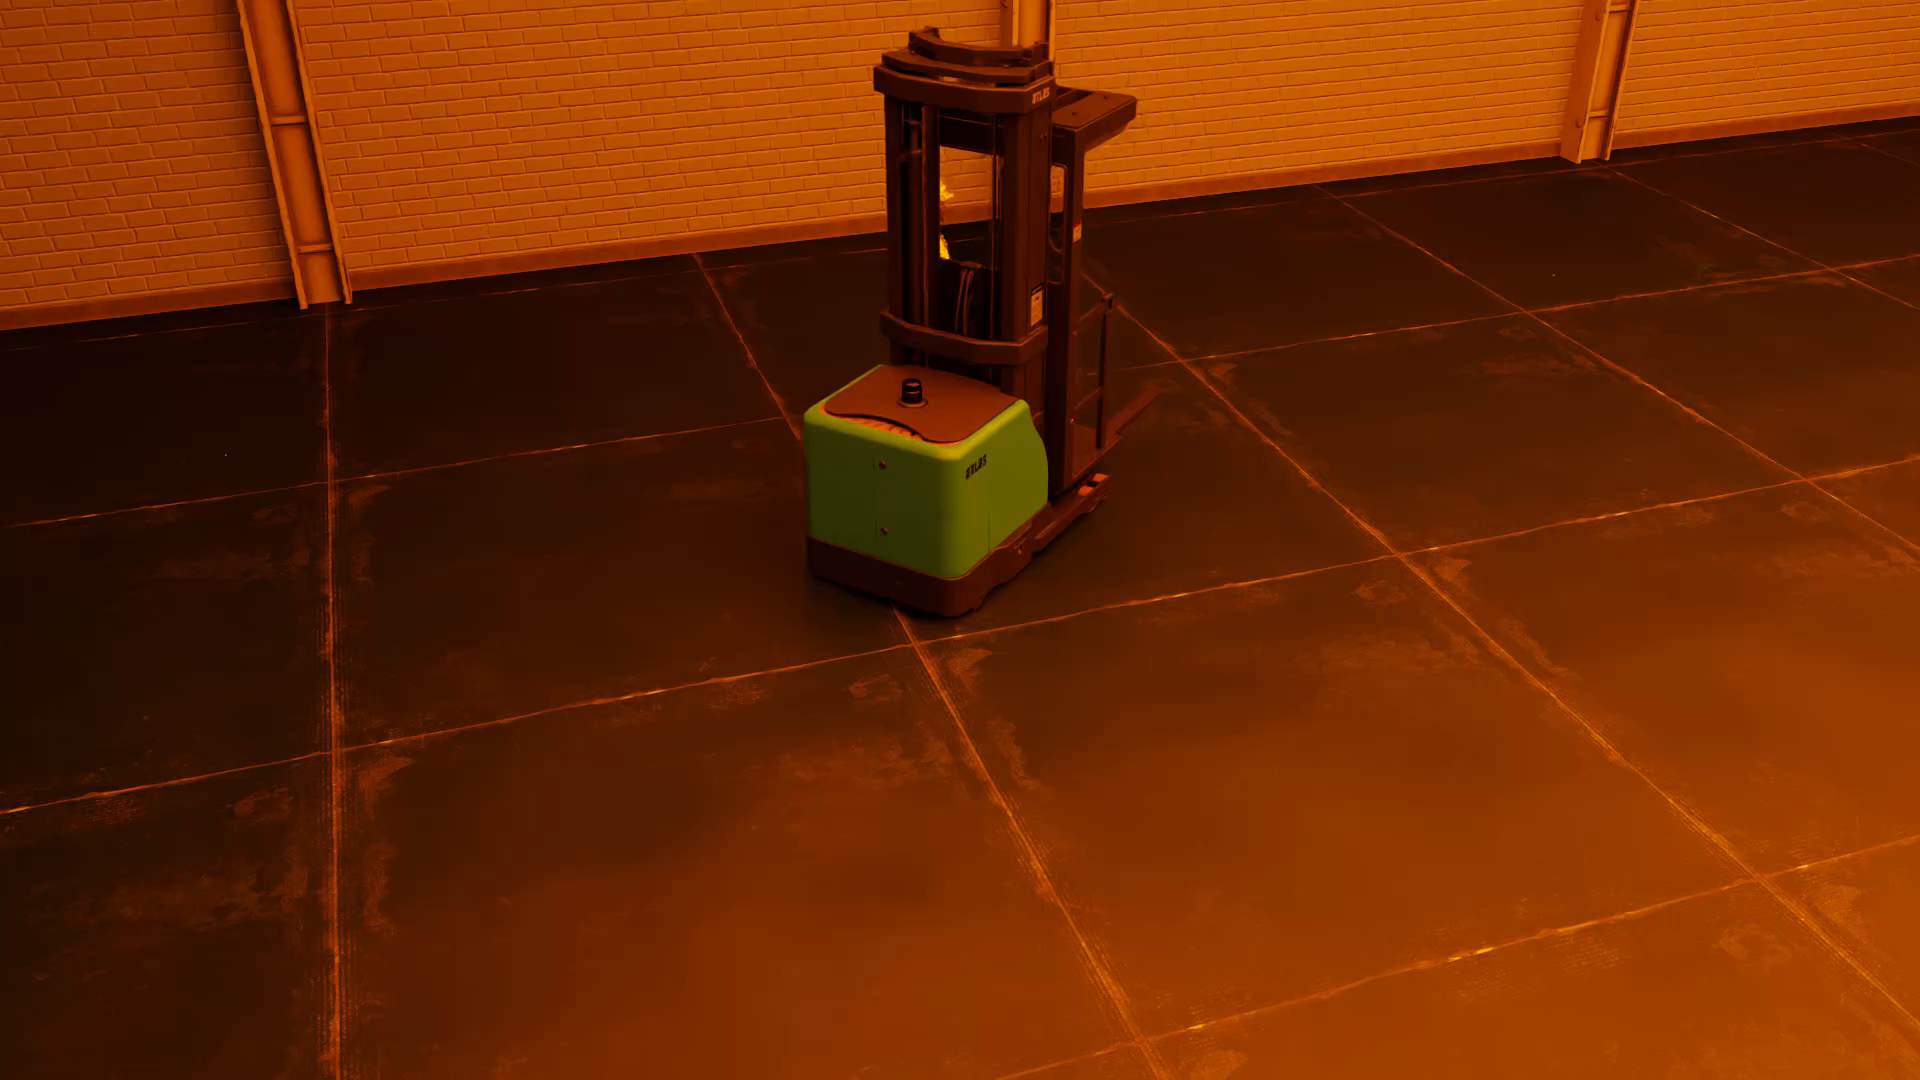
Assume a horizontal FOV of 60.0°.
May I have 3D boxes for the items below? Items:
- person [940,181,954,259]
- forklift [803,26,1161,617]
[{"bbox_3d":[-0.087,-1.510,10.900,0.649,1.753,0.744,-3,30,-5],"label":"person"},{"bbox_3d":[0.310,-1.547,9.775,1.130,2.935,3.031,17,34,26],"label":"forklift"}]
